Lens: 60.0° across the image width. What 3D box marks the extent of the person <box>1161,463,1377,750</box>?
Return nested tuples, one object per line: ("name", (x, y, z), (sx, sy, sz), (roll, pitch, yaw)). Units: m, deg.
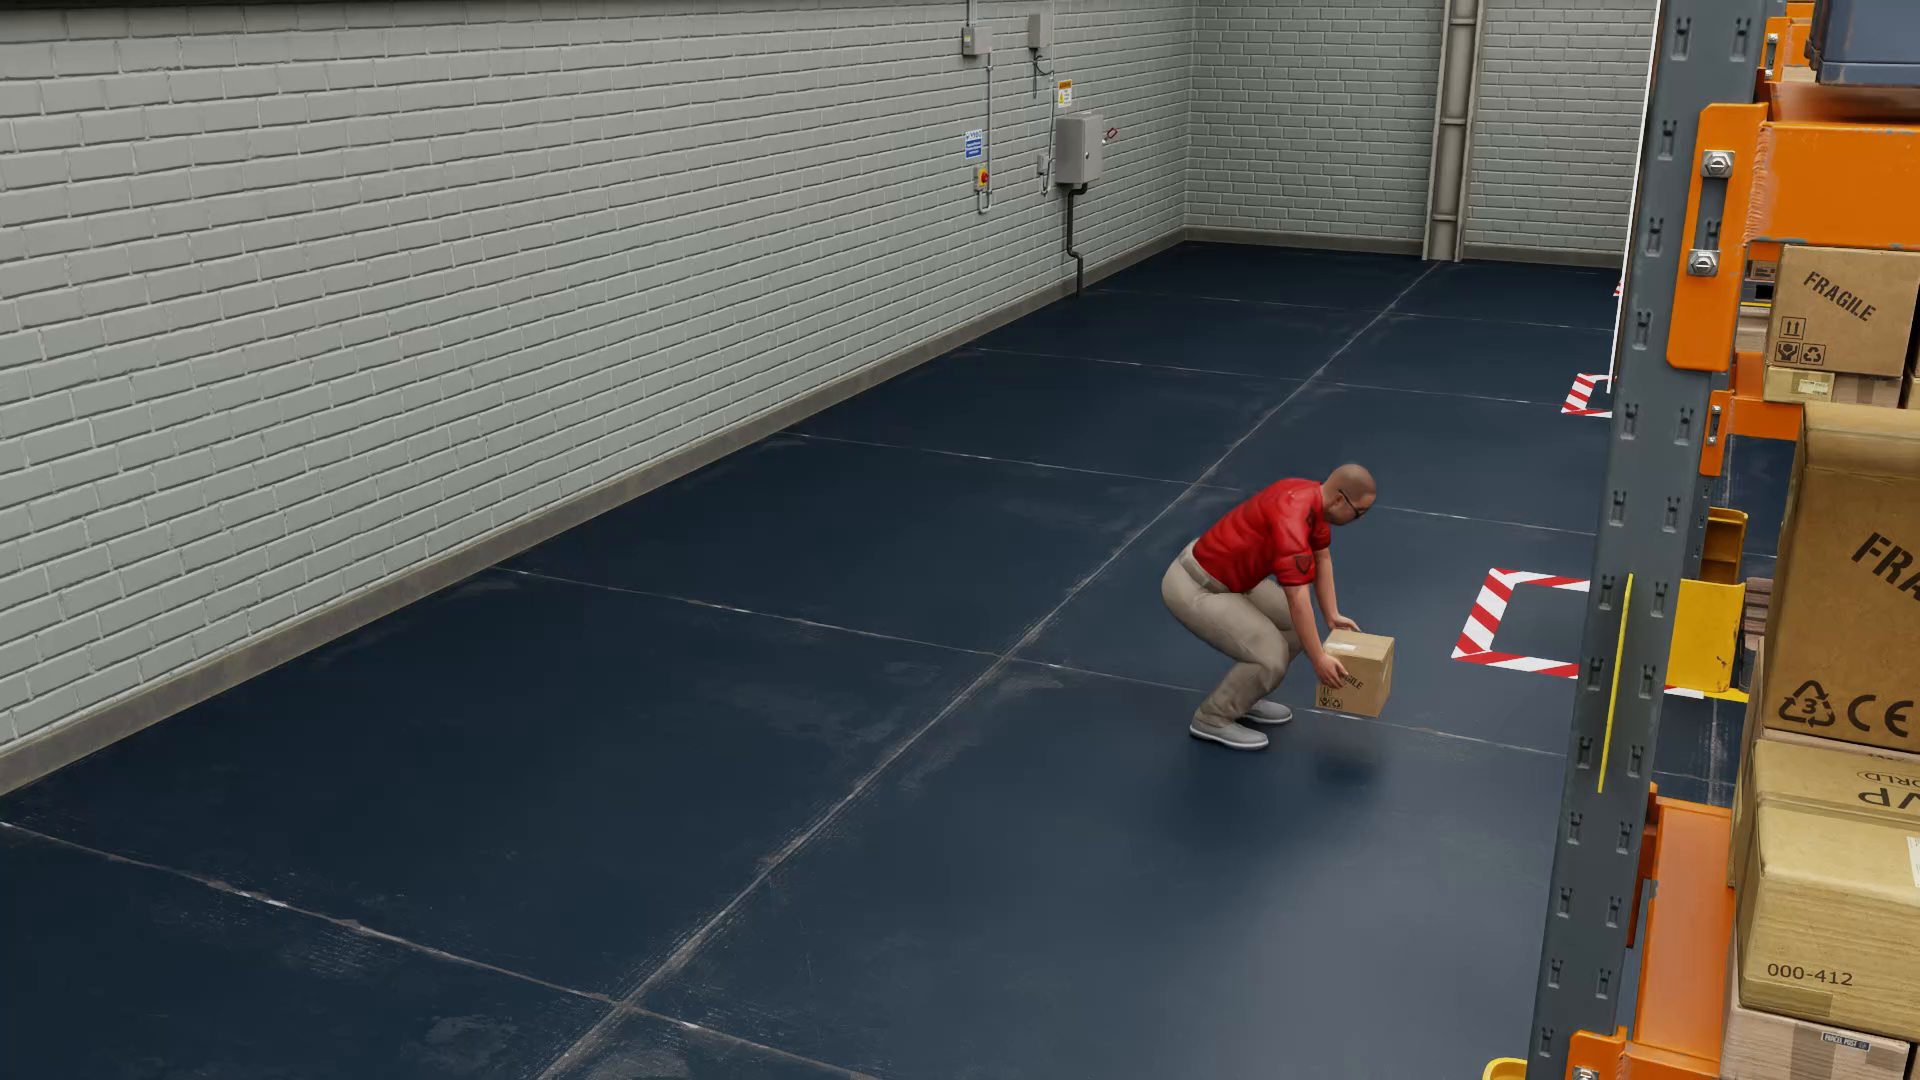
("person", (1.247, 0.228, 6.778), (0.805, 1.181, 0.579), (8, 21, 23))
